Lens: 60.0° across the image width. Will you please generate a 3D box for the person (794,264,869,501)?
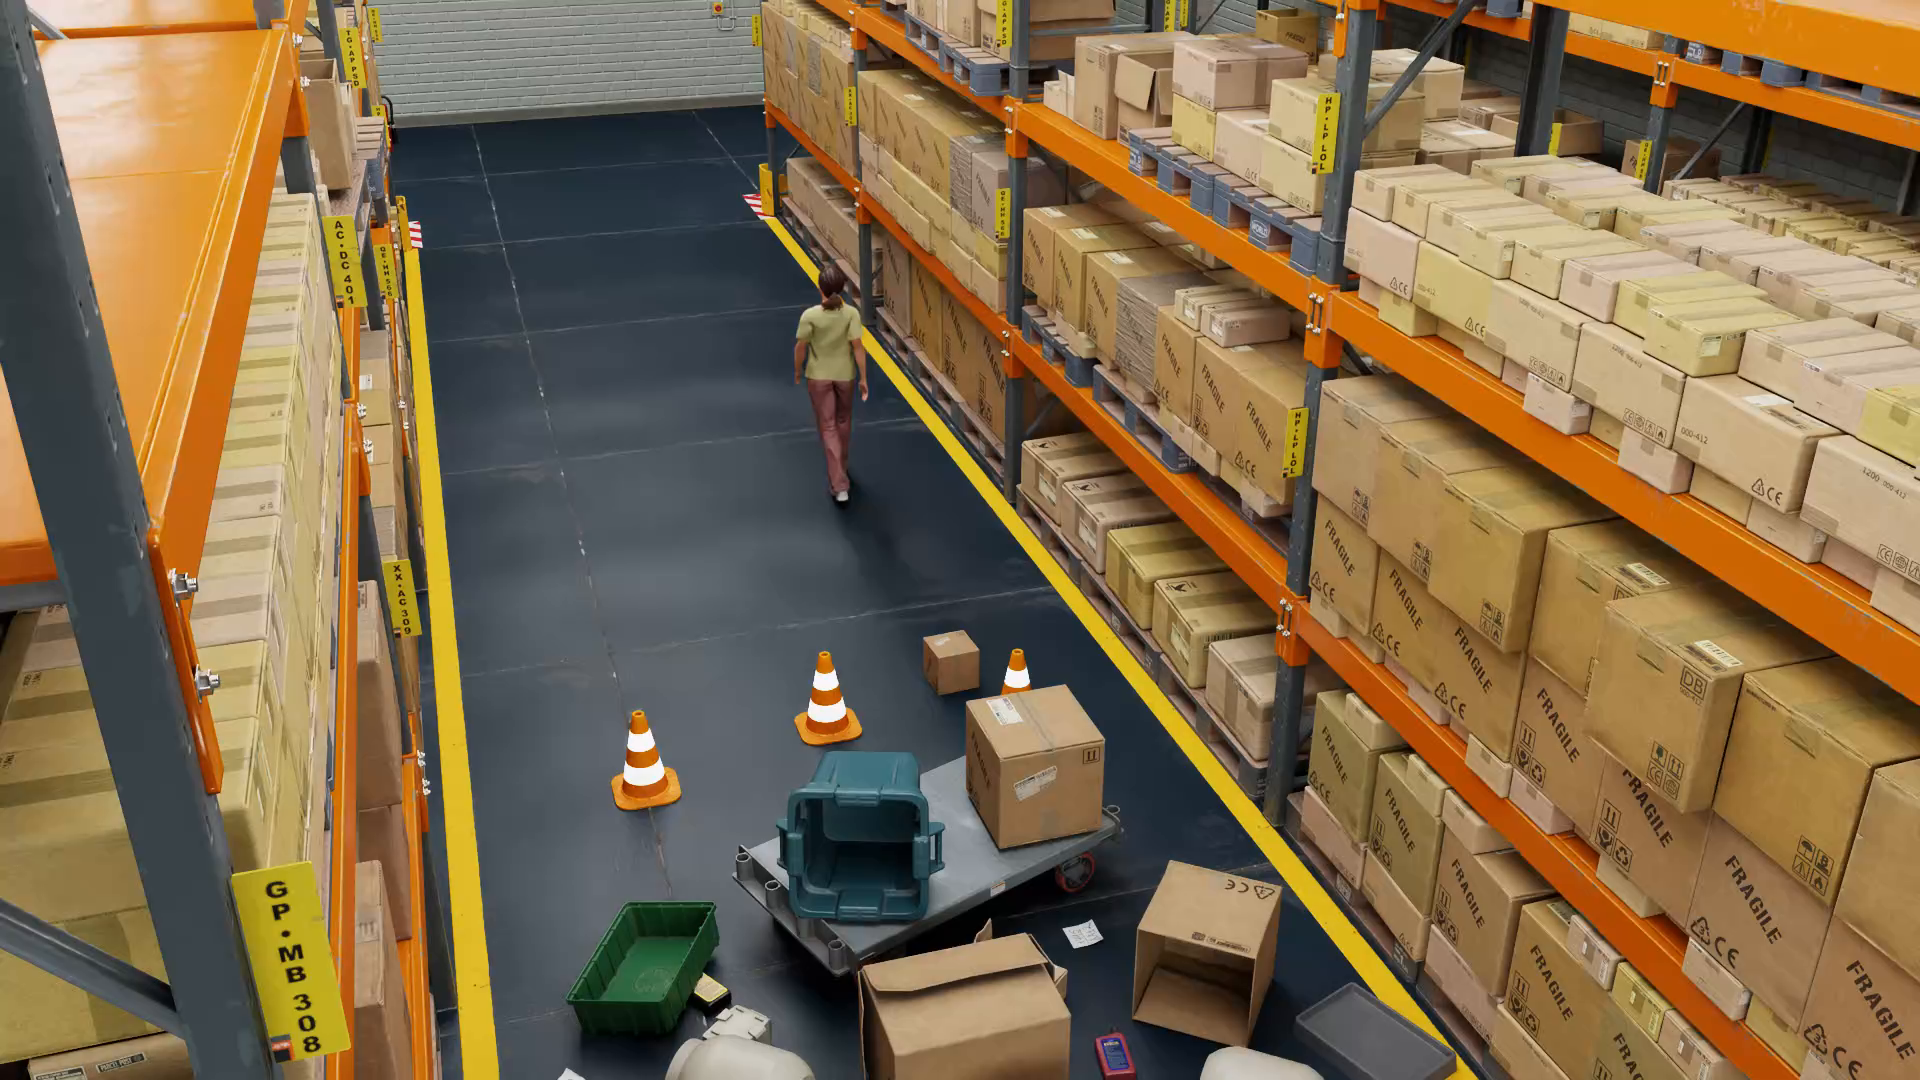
[{"bbox_3d":[-0.927,-1.151,11.664,0.478,1.659,0.861,-7,27,-15],"label":"person"}]
